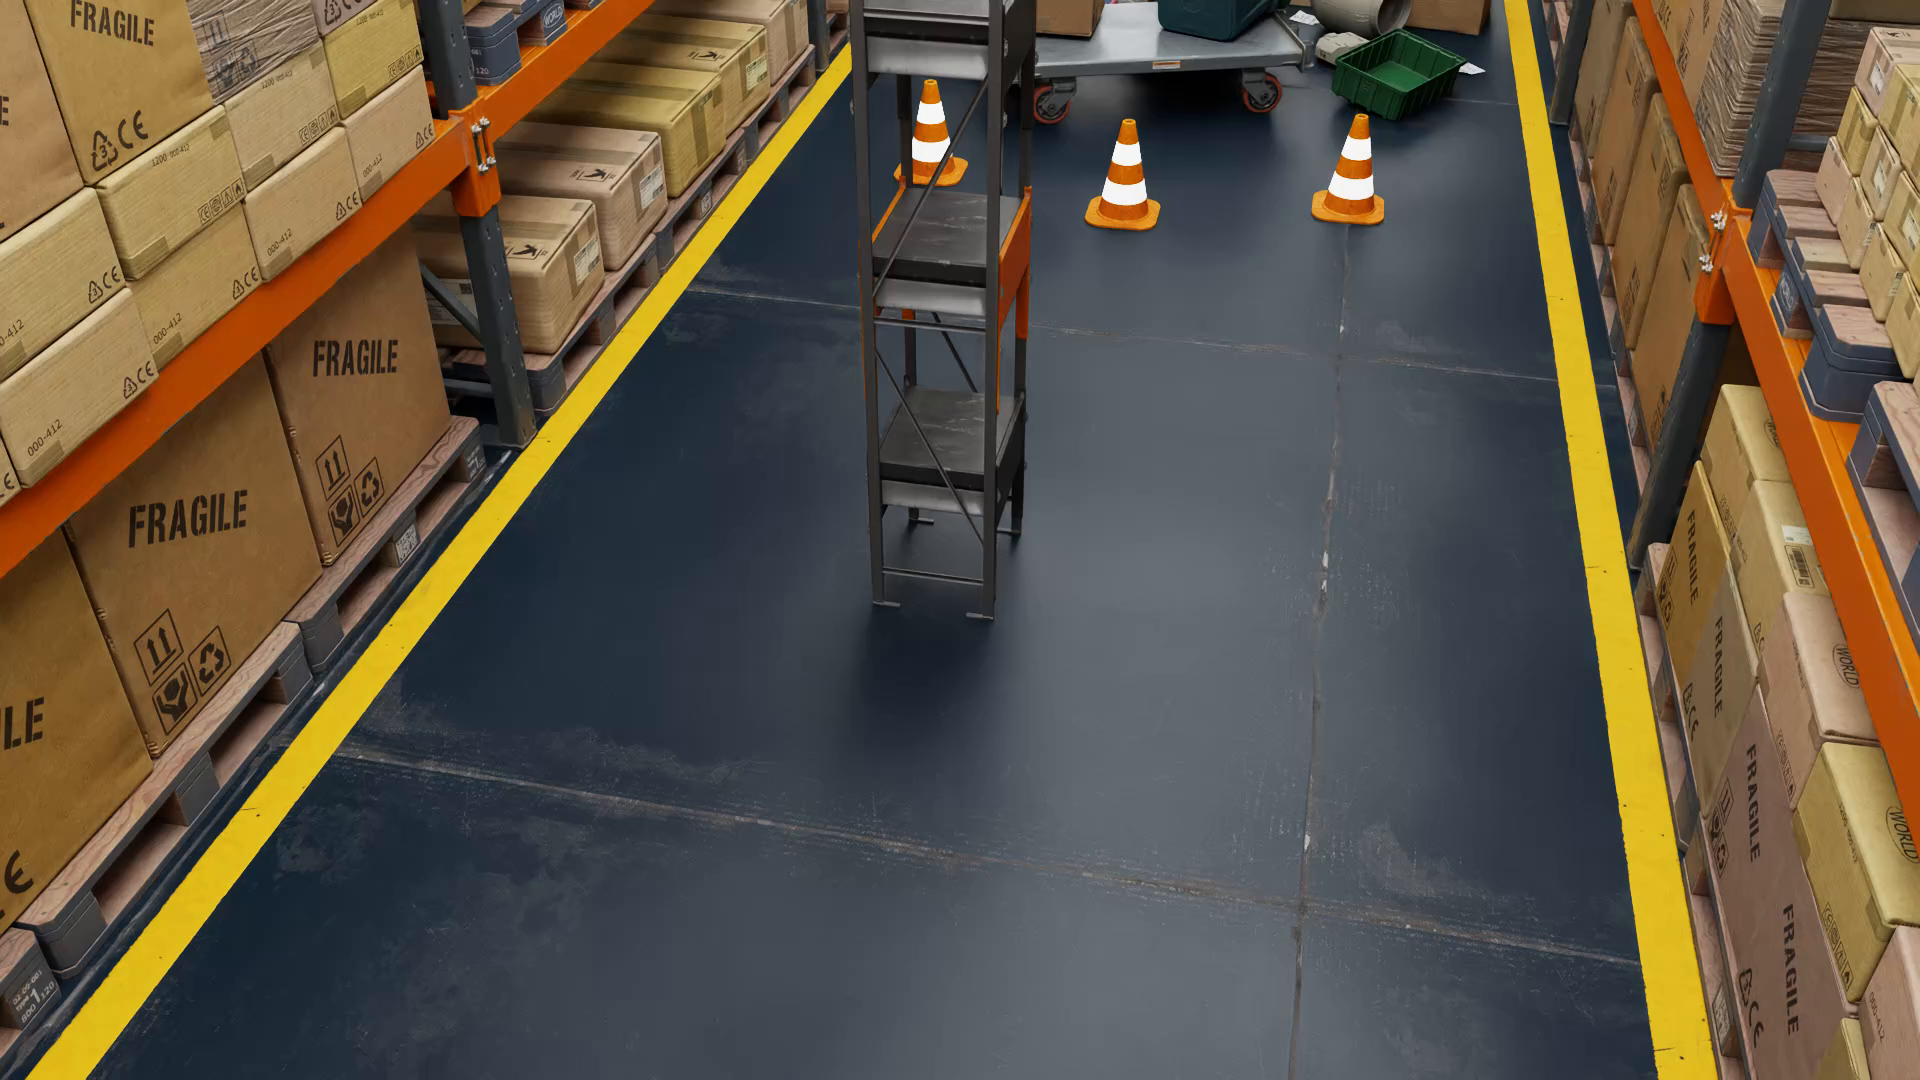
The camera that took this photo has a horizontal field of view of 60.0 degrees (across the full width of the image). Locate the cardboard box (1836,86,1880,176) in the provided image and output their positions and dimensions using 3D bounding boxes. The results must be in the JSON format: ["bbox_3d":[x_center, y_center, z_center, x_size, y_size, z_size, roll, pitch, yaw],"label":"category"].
[{"bbox_3d":[2.457,-1.018,4.201,0.380,0.149,0.250,9,37,12],"label":"cardboard box"}]

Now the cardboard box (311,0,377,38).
[{"bbox_3d":[-1.956,-1.760,4.684,0.500,0.500,0.500,6,36,9],"label":"cardboard box"}]

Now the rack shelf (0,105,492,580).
[{"bbox_3d":[-2.528,-0.206,4.091,1.077,0.370,4.000,7,37,10],"label":"rack shelf"}]

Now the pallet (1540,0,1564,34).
[{"bbox_3d":[4.108,-3.373,10.224,1.003,0.211,1.213,7,37,10],"label":"pallet"}]

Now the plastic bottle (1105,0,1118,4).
[{"bbox_3d":[0.861,-3.252,10.184,0.133,0.061,0.283,14,38,18],"label":"plastic bottle"}]

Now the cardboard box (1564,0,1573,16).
[{"bbox_3d":[4.002,-3.553,9.549,0.875,0.875,0.875,8,37,10],"label":"cardboard box"}]

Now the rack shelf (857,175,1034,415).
[{"bbox_3d":[-0.035,-0.744,5.011,0.431,0.518,0.480,7,37,10],"label":"rack shelf"}]

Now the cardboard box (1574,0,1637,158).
[{"bbox_3d":[3.566,-2.266,7.880,1.050,0.750,0.750,7,37,10],"label":"cardboard box"}]

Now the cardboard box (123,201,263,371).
[{"bbox_3d":[-2.172,-0.679,4.258,0.500,0.250,0.500,7,37,9],"label":"cardboard box"}]

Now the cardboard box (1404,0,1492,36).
[{"bbox_3d":[2.940,-3.382,9.988,0.500,0.500,0.500,14,38,18],"label":"cardboard box"}]

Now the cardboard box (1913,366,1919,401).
[{"bbox_3d":[2.238,-0.302,3.466,0.380,0.149,0.250,8,37,11],"label":"cardboard box"}]

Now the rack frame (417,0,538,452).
[{"bbox_3d":[-2.101,-1.643,5.461,1.000,3.000,0.127,7,37,10],"label":"rack frame"}]

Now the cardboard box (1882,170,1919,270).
[{"bbox_3d":[2.347,-0.709,3.774,0.380,0.149,0.250,6,36,9],"label":"cardboard box"}]

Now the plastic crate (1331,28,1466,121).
[{"bbox_3d":[2.368,-2.523,9.022,0.450,0.188,0.662,36,48,26],"label":"plastic crate"}]

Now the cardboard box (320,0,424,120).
[{"bbox_3d":[-1.956,-1.476,4.932,0.500,0.250,0.500,7,37,10],"label":"cardboard box"}]

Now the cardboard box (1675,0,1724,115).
[{"bbox_3d":[2.698,-1.699,5.453,0.500,0.500,0.500,7,37,10],"label":"cardboard box"}]

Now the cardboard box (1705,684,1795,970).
[{"bbox_3d":[2.147,0.718,3.975,0.500,0.500,0.500,6,36,9],"label":"cardboard box"}]

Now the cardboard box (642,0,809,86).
[{"bbox_3d":[-1.356,-2.742,8.858,0.950,0.372,0.625,8,37,11],"label":"cardboard box"}]

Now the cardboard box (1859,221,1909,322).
[{"bbox_3d":[2.349,-0.609,3.891,0.380,0.149,0.250,9,37,12],"label":"cardboard box"}]

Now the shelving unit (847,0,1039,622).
[{"bbox_3d":[-0.035,-0.755,5.003,0.431,2.100,0.503,7,37,10],"label":"shelving unit"}]

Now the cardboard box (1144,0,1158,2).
[{"bbox_3d":[1.514,-3.412,9.914,0.797,0.637,0.503,7,37,10],"label":"cardboard box"}]

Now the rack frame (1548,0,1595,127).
[{"bbox_3d":[3.611,-3.374,7.849,1.000,3.000,0.127,7,37,10],"label":"rack frame"}]

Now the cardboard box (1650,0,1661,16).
[{"bbox_3d":[2.910,-2.280,6.255,0.500,0.500,0.500,8,37,11],"label":"cardboard box"}]

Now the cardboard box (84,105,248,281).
[{"bbox_3d":[-2.151,-0.885,4.117,0.500,0.250,0.500,6,36,9],"label":"cardboard box"}]

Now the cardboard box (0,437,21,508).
[{"bbox_3d":[-2.369,-0.097,3.456,0.500,0.250,0.500,7,37,10],"label":"cardboard box"}]

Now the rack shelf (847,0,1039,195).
[{"bbox_3d":[-0.035,-1.311,4.600,0.431,0.518,0.480,7,37,10],"label":"rack shelf"}]

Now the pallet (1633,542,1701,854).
[{"bbox_3d":[2.588,0.496,4.886,1.003,0.211,1.213,7,37,10],"label":"pallet"}]

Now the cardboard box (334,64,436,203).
[{"bbox_3d":[-1.955,-1.260,5.061,0.500,0.250,0.500,6,36,8],"label":"cardboard box"}]

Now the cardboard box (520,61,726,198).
[{"bbox_3d":[-1.653,-1.930,7.739,0.950,0.372,0.625,8,37,12],"label":"cardboard box"}]

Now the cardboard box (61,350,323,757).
[{"bbox_3d":[-2.524,-0.057,4.725,0.875,0.875,0.875,8,37,11],"label":"cardboard box"}]

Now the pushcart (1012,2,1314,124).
[{"bbox_3d":[0.991,-2.618,9.040,1.648,0.377,0.936,-5,36,-6],"label":"pushcart"}]

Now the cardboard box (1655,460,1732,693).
[{"bbox_3d":[2.356,0.135,4.780,0.500,0.500,0.500,6,36,8],"label":"cardboard box"}]

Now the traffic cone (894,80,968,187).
[{"bbox_3d":[-0.144,-2.023,8.147,0.336,0.463,0.334,7,37,10],"label":"traffic cone"}]

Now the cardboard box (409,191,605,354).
[{"bbox_3d":[-1.970,-1.072,6.555,0.950,0.372,0.625,5,36,7],"label":"cardboard box"}]

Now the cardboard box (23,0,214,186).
[{"bbox_3d":[-2.170,-1.180,3.885,0.500,0.500,0.500,7,37,10],"label":"cardboard box"}]

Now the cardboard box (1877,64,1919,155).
[{"bbox_3d":[2.414,-0.995,3.916,0.380,0.149,0.250,6,36,9],"label":"cardboard box"}]

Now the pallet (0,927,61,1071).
[{"bbox_3d":[-2.864,1.327,3.739,1.003,0.211,1.213,7,37,10],"label":"pallet"}]

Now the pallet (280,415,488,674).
[{"bbox_3d":[-2.343,-0.072,5.669,1.003,0.211,1.213,7,37,10],"label":"pallet"}]

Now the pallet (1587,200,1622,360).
[{"bbox_3d":[3.261,-1.092,7.076,1.003,0.211,1.213,7,37,10],"label":"pallet"}]

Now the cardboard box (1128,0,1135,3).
[{"bbox_3d":[1.024,-3.028,9.701,0.258,0.266,0.396,-17,39,-22],"label":"cardboard box"}]

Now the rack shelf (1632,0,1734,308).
[{"bbox_3d":[3.184,-1.936,6.478,1.077,0.370,4.000,7,37,10],"label":"rack shelf"}]

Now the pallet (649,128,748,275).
[{"bbox_3d":[-1.670,-1.659,7.860,1.003,0.211,1.213,7,37,10],"label":"pallet"}]

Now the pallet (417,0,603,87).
[{"bbox_3d":[-2.053,-1.988,6.100,1.213,0.211,1.003,7,37,10],"label":"pallet"}]

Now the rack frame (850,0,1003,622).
[{"bbox_3d":[-0.087,-0.615,4.810,0.400,2.100,0.015,7,37,10],"label":"rack frame"}]

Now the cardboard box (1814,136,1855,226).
[{"bbox_3d":[2.464,-0.918,4.317,0.380,0.149,0.250,7,36,9],"label":"cardboard box"}]

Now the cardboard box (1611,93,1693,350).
[{"bbox_3d":[3.158,-1.179,6.381,1.050,0.750,0.750,8,37,11],"label":"cardboard box"}]

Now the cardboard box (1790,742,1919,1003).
[{"bbox_3d":[2.036,0.694,3.369,0.500,0.250,0.500,6,36,8],"label":"cardboard box"}]

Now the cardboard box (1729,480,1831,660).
[{"bbox_3d":[2.264,0.113,4.171,0.500,0.250,0.500,7,37,9],"label":"cardboard box"}]

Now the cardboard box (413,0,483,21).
[{"bbox_3d":[-1.850,-1.875,5.637,0.380,0.149,0.250,5,36,7],"label":"cardboard box"}]

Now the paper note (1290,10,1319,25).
[{"bbox_3d":[2.113,-3.177,10.114,0.172,0.023,0.155,20,41,26],"label":"paper note"}]

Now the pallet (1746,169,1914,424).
[{"bbox_3d":[2.708,-0.581,4.159,1.213,0.211,1.003,7,37,10],"label":"pallet"}]

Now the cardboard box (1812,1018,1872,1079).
[{"bbox_3d":[1.924,1.304,3.166,0.500,0.500,0.500,6,36,9],"label":"cardboard box"}]
